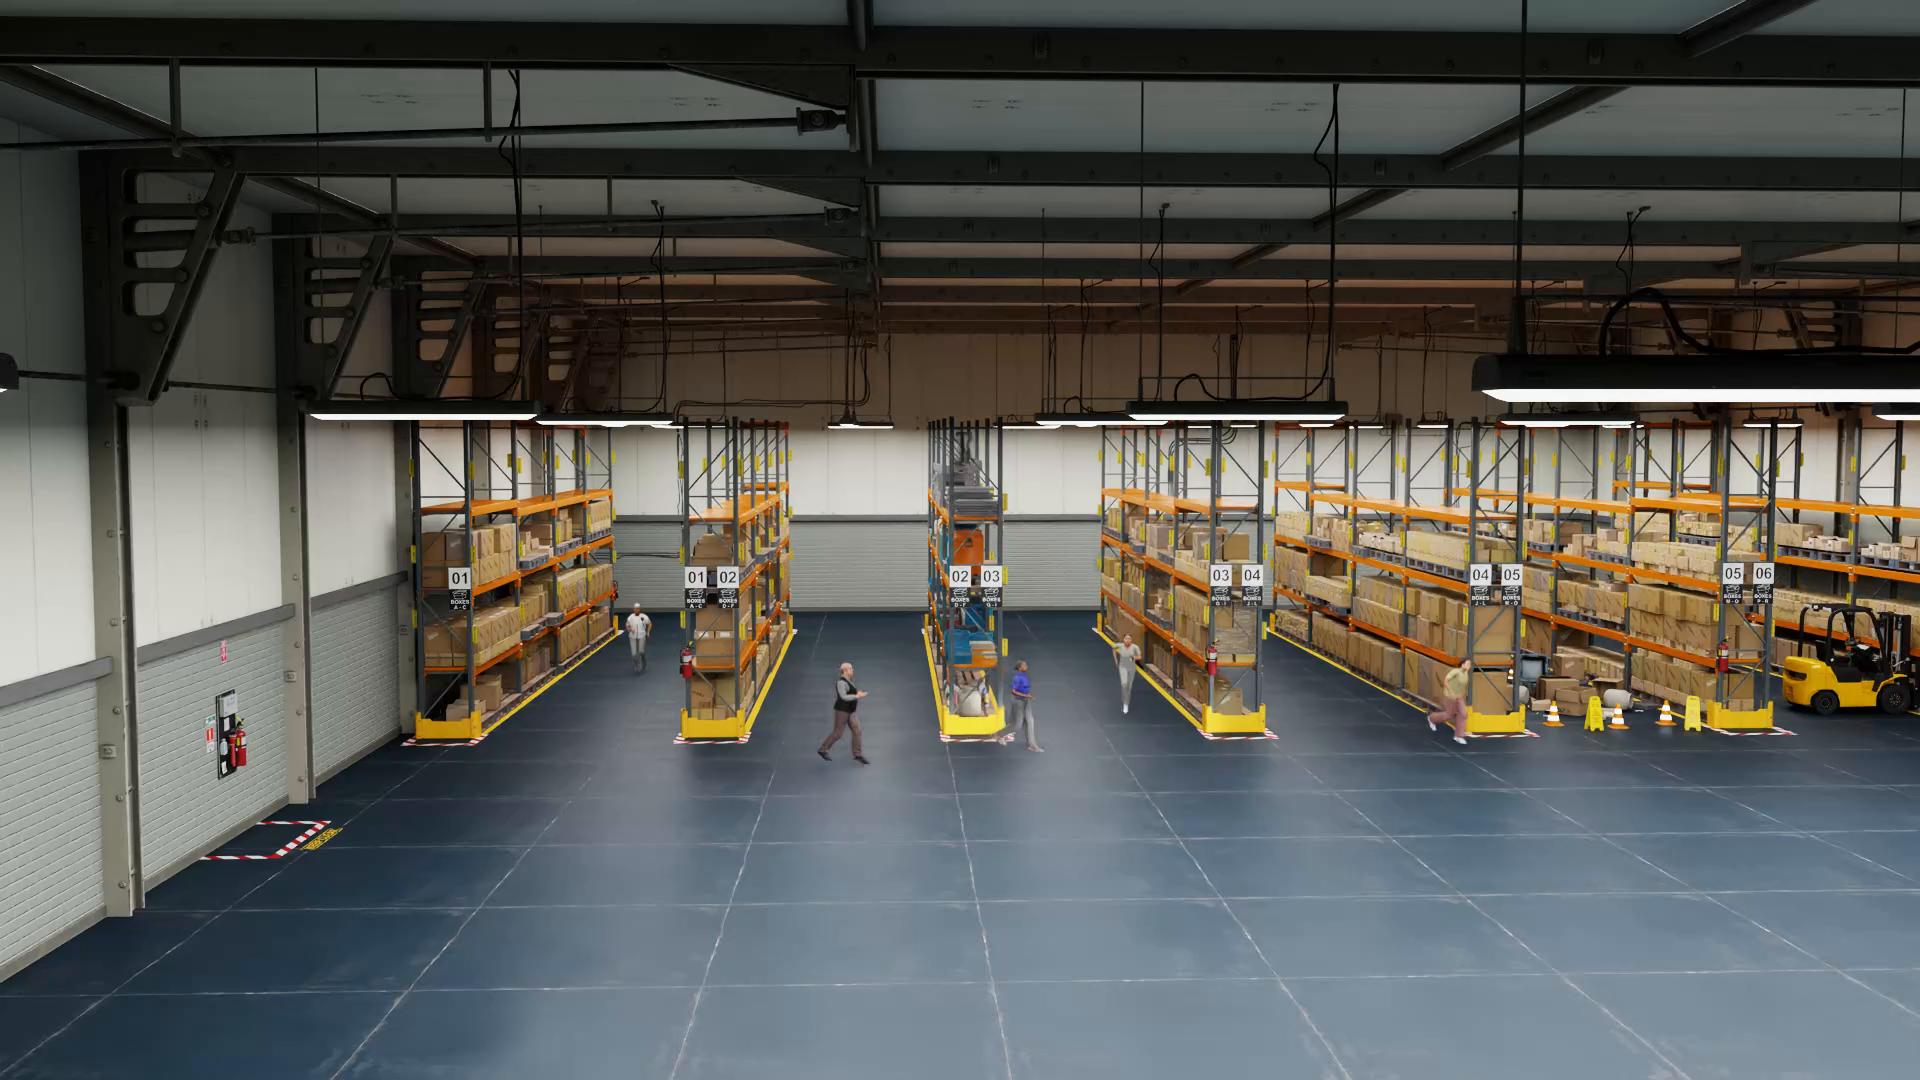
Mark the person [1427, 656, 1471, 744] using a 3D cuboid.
[{"bbox_3d":[9.086,2.928,30.856,0.589,1.618,0.919,-3,5,-40],"label":"person"}]

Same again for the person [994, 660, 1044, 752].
[{"bbox_3d":[1.060,2.959,29.717,0.926,1.652,0.581,2,4,24],"label":"person"}]

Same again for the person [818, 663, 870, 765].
[{"bbox_3d":[-1.999,2.978,28.551,0.907,1.753,0.635,1,4,16],"label":"person"}]

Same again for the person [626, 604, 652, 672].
[{"bbox_3d":[-7.640,2.331,39.464,0.591,1.629,0.577,0,4,-3],"label":"person"}]

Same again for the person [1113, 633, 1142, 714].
[{"bbox_3d":[3.411,2.687,34.004,0.561,1.652,0.913,0,4,-2],"label":"person"}]
